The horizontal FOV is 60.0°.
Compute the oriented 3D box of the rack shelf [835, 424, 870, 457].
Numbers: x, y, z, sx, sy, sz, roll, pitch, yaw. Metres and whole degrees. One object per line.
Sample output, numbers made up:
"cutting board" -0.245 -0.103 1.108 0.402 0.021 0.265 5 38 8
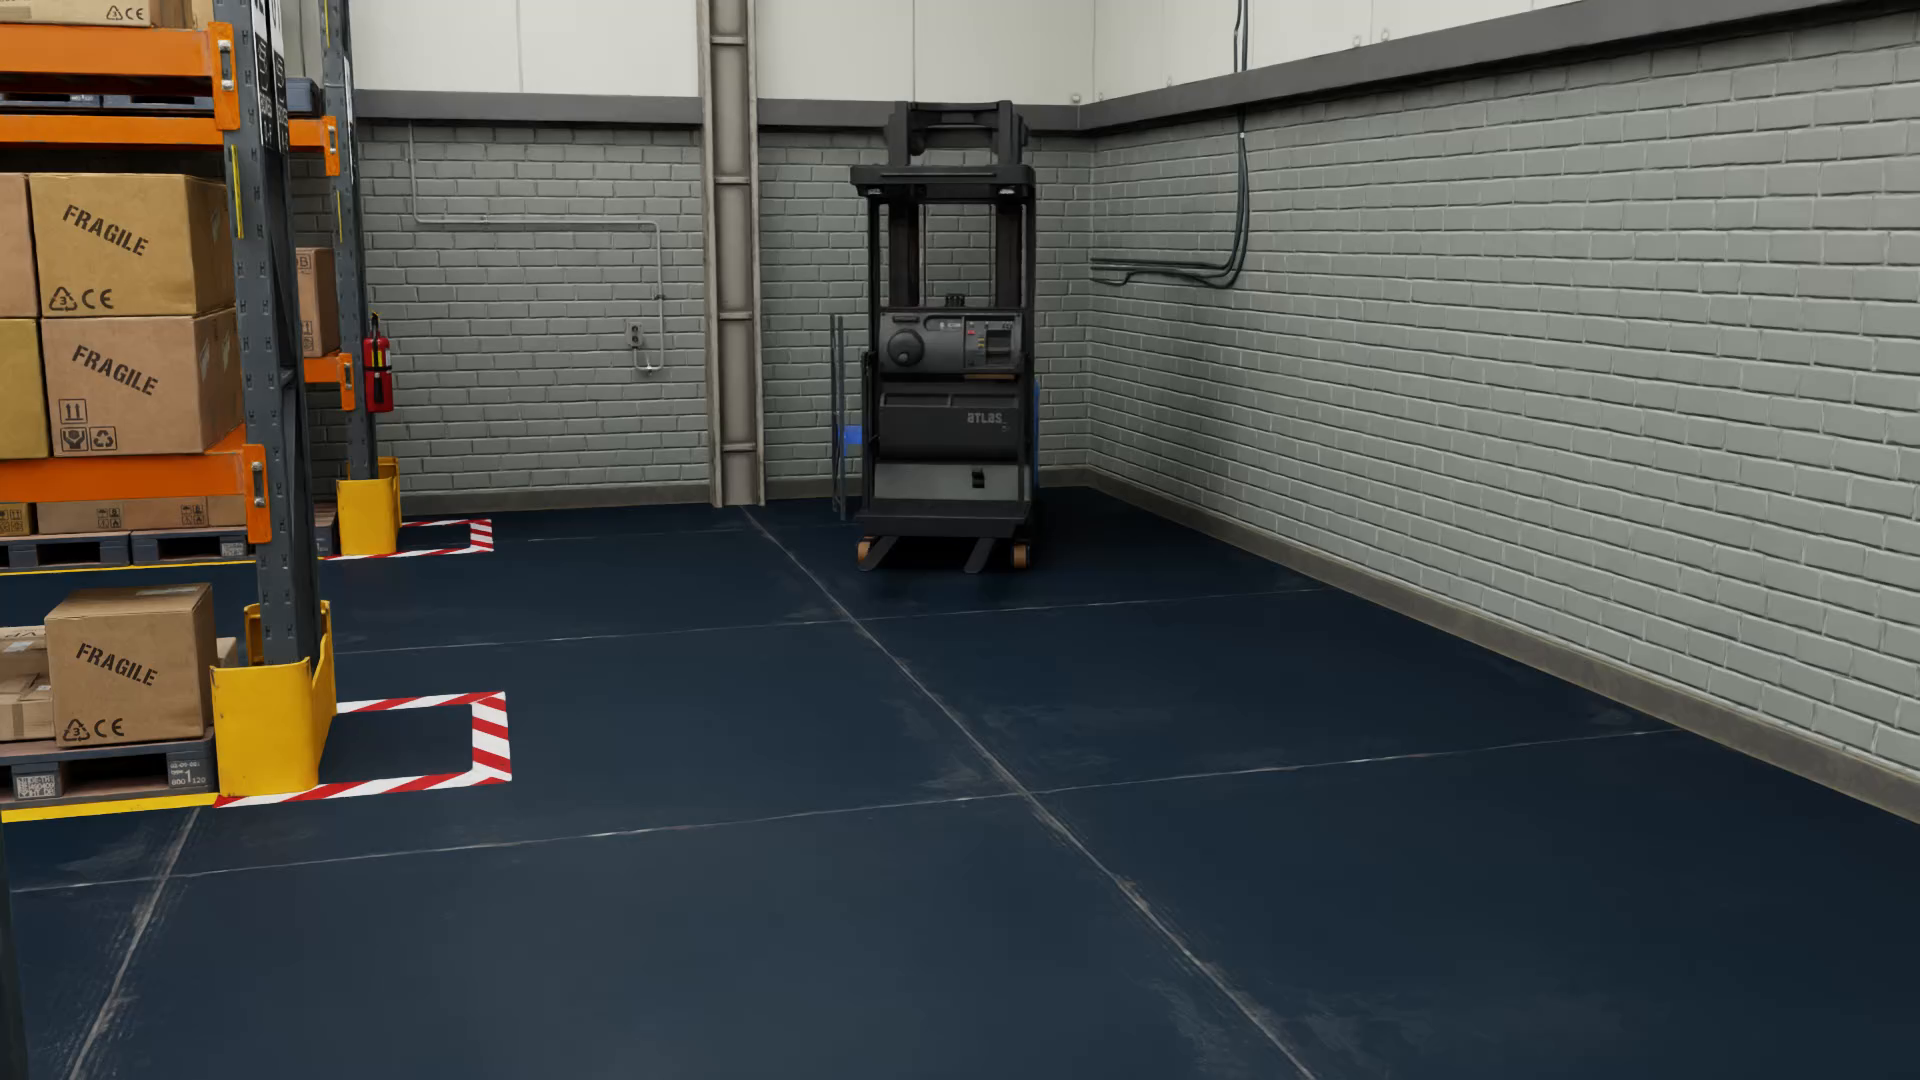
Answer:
"rack shelf" -0.416 -0.767 12.562 1.000 0.185 0.538 -2 11 -12

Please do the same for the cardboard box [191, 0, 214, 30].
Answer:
"cardboard box" -4.729 -3.417 10.445 0.500 0.500 0.500 -3 11 -16

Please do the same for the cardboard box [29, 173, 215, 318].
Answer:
"cardboard box" -3.065 -1.085 6.119 0.500 0.500 0.500 -3 11 -16

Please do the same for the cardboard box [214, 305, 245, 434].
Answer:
"cardboard box" -3.214 -0.687 6.718 0.500 0.500 0.500 -3 11 -15

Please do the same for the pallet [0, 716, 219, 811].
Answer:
"pallet" -3.553 0.801 6.612 1.213 0.211 1.003 -3 11 -16

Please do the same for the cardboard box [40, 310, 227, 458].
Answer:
"cardboard box" -3.069 -0.594 6.211 0.500 0.500 0.500 -3 11 -14

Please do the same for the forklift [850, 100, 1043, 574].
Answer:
"forklift" -0.081 -1.318 10.608 1.130 2.935 3.031 1 10 6

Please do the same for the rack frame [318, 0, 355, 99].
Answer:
"rack frame" -4.103 -4.426 10.734 0.127 3.000 1.000 -3 11 -16

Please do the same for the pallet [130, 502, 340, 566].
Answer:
"pallet" -4.849 -0.050 11.236 1.213 0.211 1.003 -3 11 -16

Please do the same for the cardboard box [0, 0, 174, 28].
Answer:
"cardboard box" -3.134 -1.944 5.952 0.500 0.250 0.500 -3 11 -16

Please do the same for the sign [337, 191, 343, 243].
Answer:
"sign" -3.965 -2.066 10.634 0.005 0.325 0.100 -3 11 -16

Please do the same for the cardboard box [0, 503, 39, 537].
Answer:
"cardboard box" -6.220 -0.321 10.748 0.500 0.500 0.700 -3 11 -15

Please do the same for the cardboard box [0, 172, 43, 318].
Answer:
"cardboard box" -3.550 -1.059 5.979 0.500 0.500 0.500 -3 11 -14

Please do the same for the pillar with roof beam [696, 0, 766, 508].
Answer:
"pillar with roof beam" -0.549 -3.965 8.227 0.400 9.000 9.100 -3 11 -16

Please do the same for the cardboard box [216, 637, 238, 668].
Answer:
"cardboard box" -3.213 0.533 7.028 0.250 0.149 0.380 -3 11 -16

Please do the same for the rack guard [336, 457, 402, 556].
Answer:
"rack guard" -4.080 -0.247 11.510 0.348 0.500 1.175 -3 11 -16

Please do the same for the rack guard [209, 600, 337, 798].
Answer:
"rack guard" -2.788 0.619 6.806 0.348 0.500 1.175 -3 11 -16

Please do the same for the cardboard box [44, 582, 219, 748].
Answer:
"cardboard box" -3.168 0.469 6.405 0.500 0.500 0.500 -3 11 -16

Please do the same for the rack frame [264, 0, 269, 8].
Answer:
"rack frame" -2.715 -3.565 6.057 0.127 3.000 1.000 -3 11 -16

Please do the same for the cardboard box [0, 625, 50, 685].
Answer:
"cardboard box" -3.796 0.525 6.790 0.500 0.250 0.500 -3 11 -16

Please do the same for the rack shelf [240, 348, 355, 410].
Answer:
"rack shelf" -6.023 -1.021 10.792 4.000 0.370 1.077 -3 11 -16

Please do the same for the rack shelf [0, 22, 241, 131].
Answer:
"rack shelf" -4.635 -1.635 5.844 4.000 0.370 1.077 -3 11 -16

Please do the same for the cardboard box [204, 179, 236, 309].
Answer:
"cardboard box" -3.214 -1.179 6.628 0.500 0.500 0.500 -3 11 -14

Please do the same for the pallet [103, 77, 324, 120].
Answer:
"pallet" -4.812 -2.868 10.799 1.213 0.211 1.003 -3 11 -16

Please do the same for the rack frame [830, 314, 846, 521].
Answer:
"rack frame" -0.913 -0.925 12.428 0.032 1.500 0.500 -2 11 -12

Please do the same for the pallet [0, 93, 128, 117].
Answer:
"pallet" -5.986 -2.805 10.460 1.213 0.211 1.003 -3 11 -16

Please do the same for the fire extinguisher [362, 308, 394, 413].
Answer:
"fire extinguisher" -3.829 -1.182 10.923 0.183 0.674 0.296 -3 11 -16

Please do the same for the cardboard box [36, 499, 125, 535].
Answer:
"cardboard box" -5.710 -0.349 10.902 0.500 0.500 0.700 -3 11 -18

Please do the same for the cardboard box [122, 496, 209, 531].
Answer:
"cardboard box" -5.227 -0.375 11.041 0.500 0.500 0.700 -3 11 -16

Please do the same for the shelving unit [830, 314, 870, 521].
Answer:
"shelving unit" -0.416 -0.944 12.530 1.048 1.500 0.538 -2 11 -12

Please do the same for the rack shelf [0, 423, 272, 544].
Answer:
"rack shelf" -4.635 -0.160 6.115 4.000 0.370 1.077 -3 11 -16

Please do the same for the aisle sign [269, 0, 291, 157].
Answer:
"aisle sign" -2.731 -1.948 6.661 0.004 0.787 0.394 -3 11 -16

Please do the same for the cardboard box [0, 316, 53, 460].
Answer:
"cardboard box" -3.566 -0.567 6.065 0.500 0.500 0.500 -3 11 -15

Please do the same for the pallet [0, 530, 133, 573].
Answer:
"pallet" -6.018 0.011 10.904 1.213 0.211 1.003 -3 11 -16

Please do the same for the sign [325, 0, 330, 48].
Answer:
"sign" -3.965 -3.252 10.416 0.005 0.325 0.100 -3 11 -16

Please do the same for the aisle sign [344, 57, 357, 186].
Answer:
"aisle sign" -3.950 -2.706 10.778 0.004 0.787 0.394 -3 11 -16

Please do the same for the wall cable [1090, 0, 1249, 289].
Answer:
"wall cable" 1.428 -3.123 12.232 0.112 2.526 3.097 -3 11 -16

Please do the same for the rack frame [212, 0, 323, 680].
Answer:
"rack frame" -2.715 -0.615 6.600 0.127 3.000 1.000 -3 11 -16

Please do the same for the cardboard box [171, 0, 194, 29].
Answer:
"cardboard box" -3.279 -2.034 6.441 0.500 0.250 0.500 -3 11 -16

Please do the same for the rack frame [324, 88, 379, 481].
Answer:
"rack frame" -4.103 -1.476 11.277 0.127 3.000 1.000 -3 11 -16

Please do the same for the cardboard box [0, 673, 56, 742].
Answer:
"cardboard box" -3.582 0.638 6.408 0.250 0.166 0.380 -3 11 -16

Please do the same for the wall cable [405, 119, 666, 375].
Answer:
"wall cable" -3.138 -2.204 12.430 1.851 1.984 0.084 -3 11 -16

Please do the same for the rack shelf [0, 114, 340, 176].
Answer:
"rack shelf" -6.023 -2.496 10.521 4.000 0.370 1.077 -3 11 -16

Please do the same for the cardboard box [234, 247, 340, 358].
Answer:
"cardboard box" -4.590 -1.596 11.100 0.700 0.700 0.980 -3 11 -13

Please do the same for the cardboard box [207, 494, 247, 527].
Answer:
"cardboard box" -4.747 -0.400 11.178 0.500 0.500 0.700 -3 11 -16

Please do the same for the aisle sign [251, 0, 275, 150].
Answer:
"aisle sign" -2.564 -1.843 6.094 0.004 0.787 0.394 -3 11 -16

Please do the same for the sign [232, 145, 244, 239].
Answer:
"sign" -2.579 -1.242 5.937 0.005 0.325 0.100 -3 11 -16
